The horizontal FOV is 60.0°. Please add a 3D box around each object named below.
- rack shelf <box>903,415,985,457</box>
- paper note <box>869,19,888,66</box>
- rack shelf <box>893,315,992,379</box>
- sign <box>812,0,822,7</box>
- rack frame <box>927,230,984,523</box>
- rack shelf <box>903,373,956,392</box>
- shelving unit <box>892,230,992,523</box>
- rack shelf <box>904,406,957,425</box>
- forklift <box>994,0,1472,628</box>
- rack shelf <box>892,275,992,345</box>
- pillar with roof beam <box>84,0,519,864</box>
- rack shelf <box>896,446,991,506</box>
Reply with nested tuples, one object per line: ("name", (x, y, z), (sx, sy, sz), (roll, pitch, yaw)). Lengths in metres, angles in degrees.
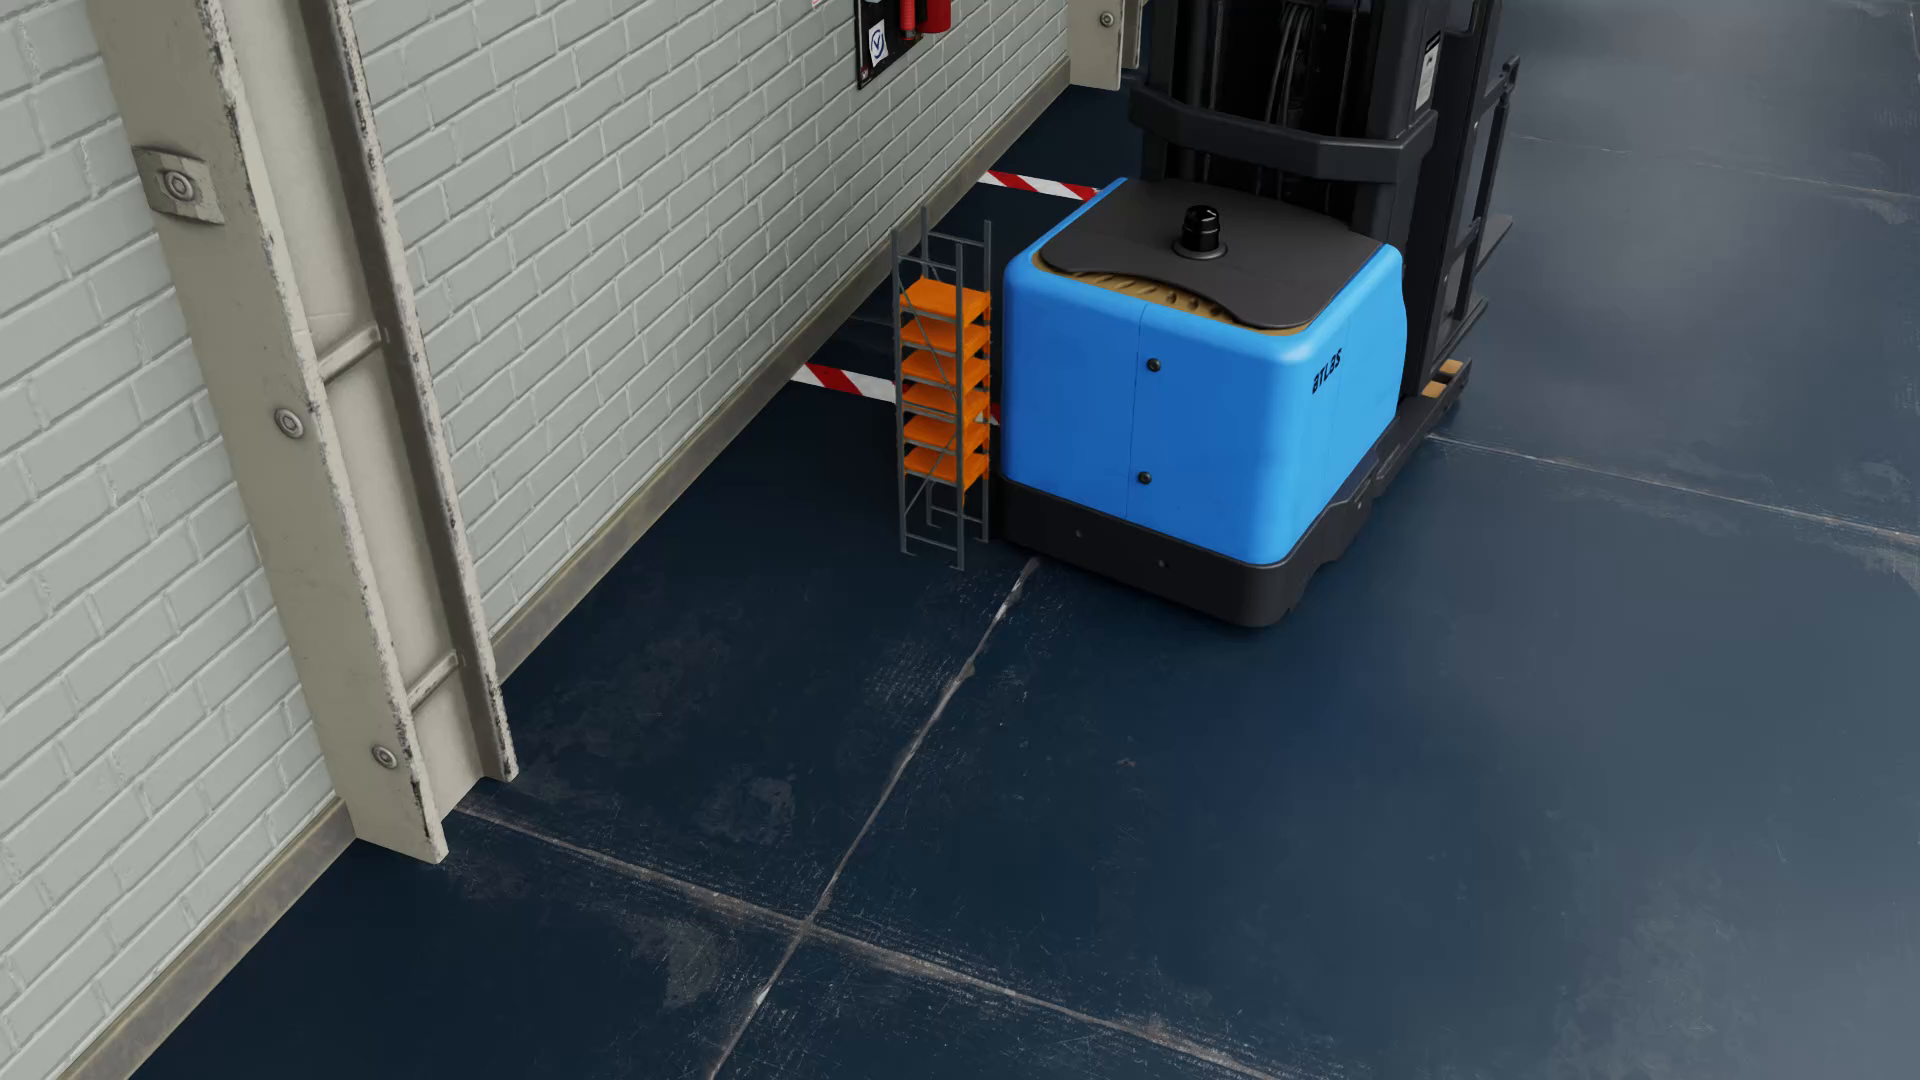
("rack shelf", (-0.055, -0.350, 5.440), (0.221, 0.034, 0.171), (17, 39, 22))
("paper note", (-0.324, -1.983, 6.633), (0.016, 0.148, 0.142), (14, 39, 18))
("rack shelf", (-0.056, -0.621, 5.246), (0.258, 0.103, 0.180), (17, 39, 22))
("sign", (7.911, -5.353, 10.324), (11.513, 0.391, 16.451), (14, 39, 18))
("rack frame", (-0.012, -0.509, 5.426), (0.228, 1.046, 0.002), (17, 39, 22))
("rack shelf", (-0.055, -0.539, 5.305), (0.199, 0.020, 0.166), (17, 39, 22))
("shelving unit", (-0.054, -0.462, 5.361), (0.258, 1.046, 0.183), (17, 39, 22))
("rack shelf", (-0.055, -0.442, 5.374), (0.199, 0.020, 0.166), (17, 39, 22))
("forklift", (1.327, -1.749, 5.642), (1.130, 2.935, 3.031), (21, 41, 25))
("rack shelf", (-0.056, -0.718, 5.176), (0.258, 0.103, 0.180), (17, 39, 22))
("pillar with roof beam", (2.481, -1.878, 0.746), (9.100, 9.000, 0.400), (14, 39, 18))
("rack shelf", (-0.054, -0.230, 5.526), (0.258, 0.103, 0.180), (17, 39, 22))
